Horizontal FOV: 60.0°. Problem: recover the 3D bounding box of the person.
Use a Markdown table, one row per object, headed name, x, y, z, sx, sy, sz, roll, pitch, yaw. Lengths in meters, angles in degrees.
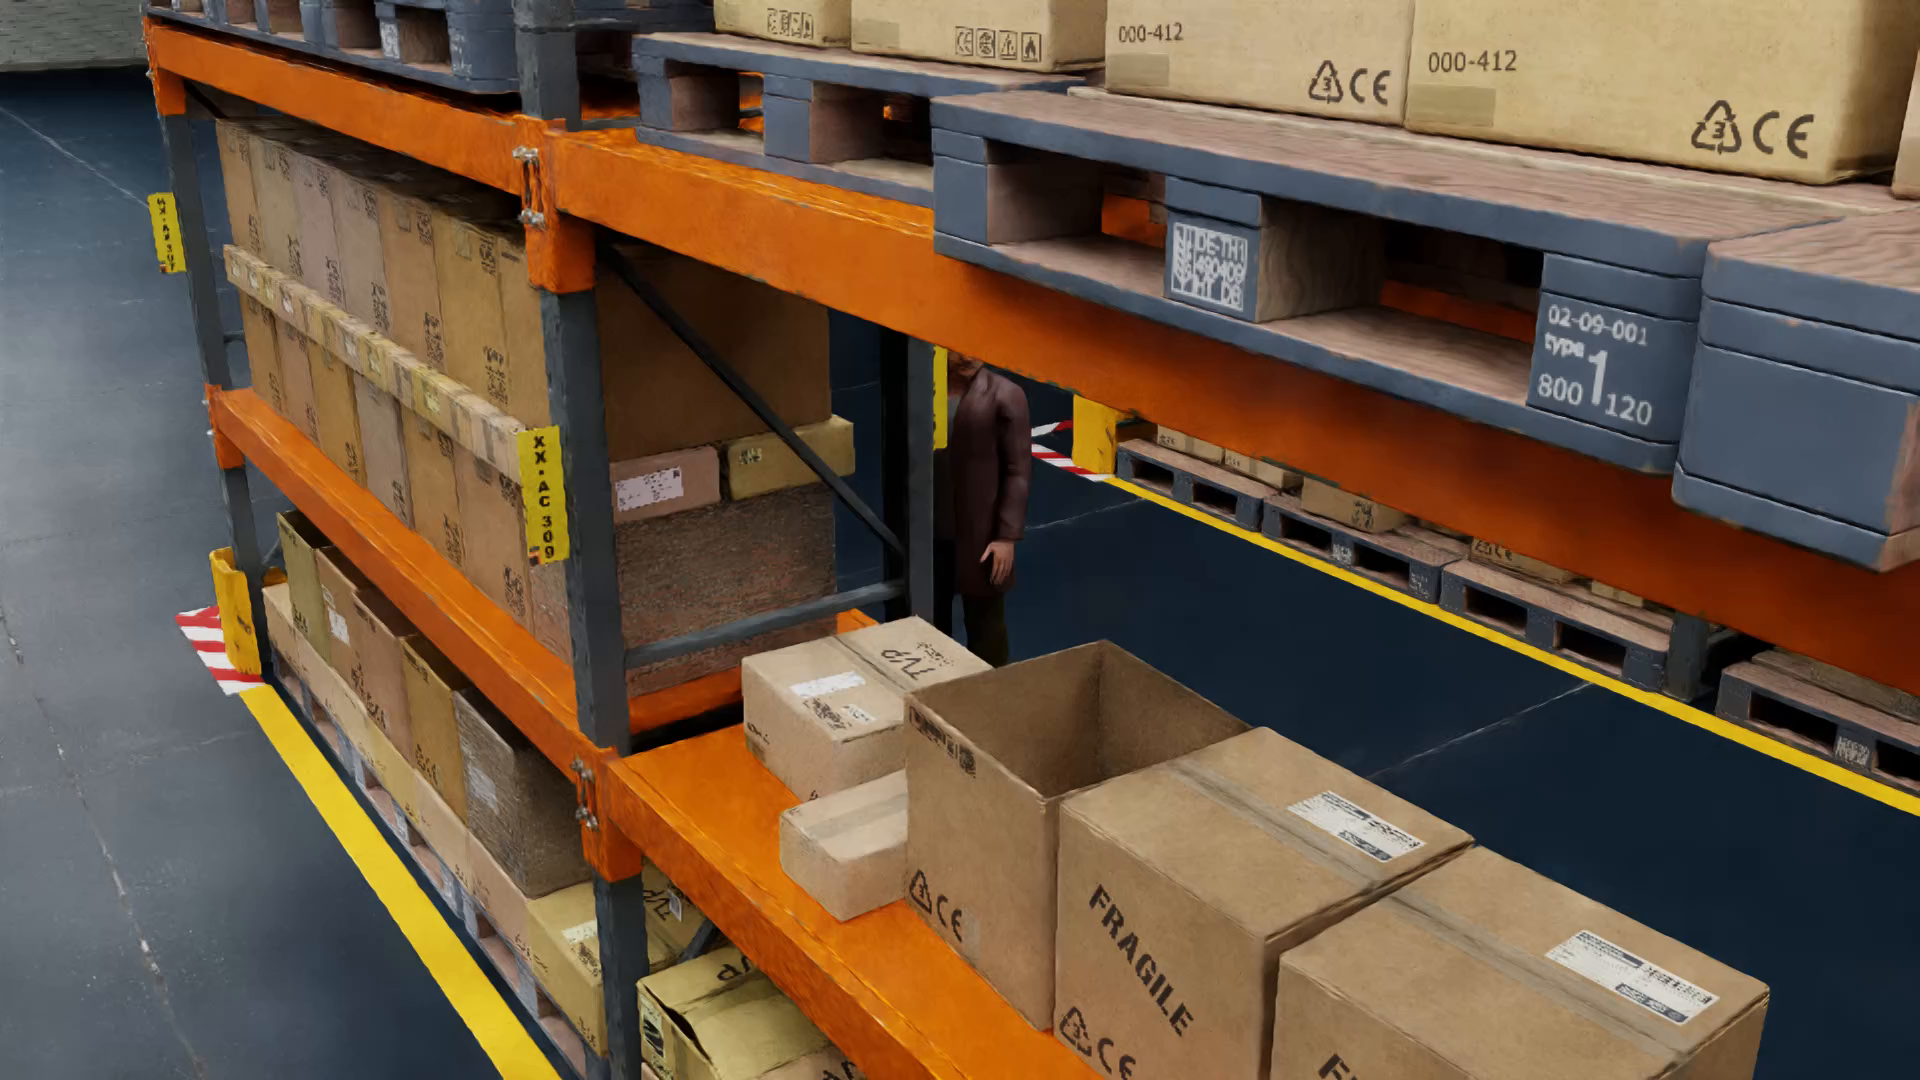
| name | x | y | z | sx | sy | sz | roll | pitch | yaw |
| --- | --- | --- | --- | --- | --- | --- | --- | --- | --- |
| person | -0.014 | -0.014 | 6.637 | 0.631 | 1.826 | 0.432 | 15 | 25 | 33 |
